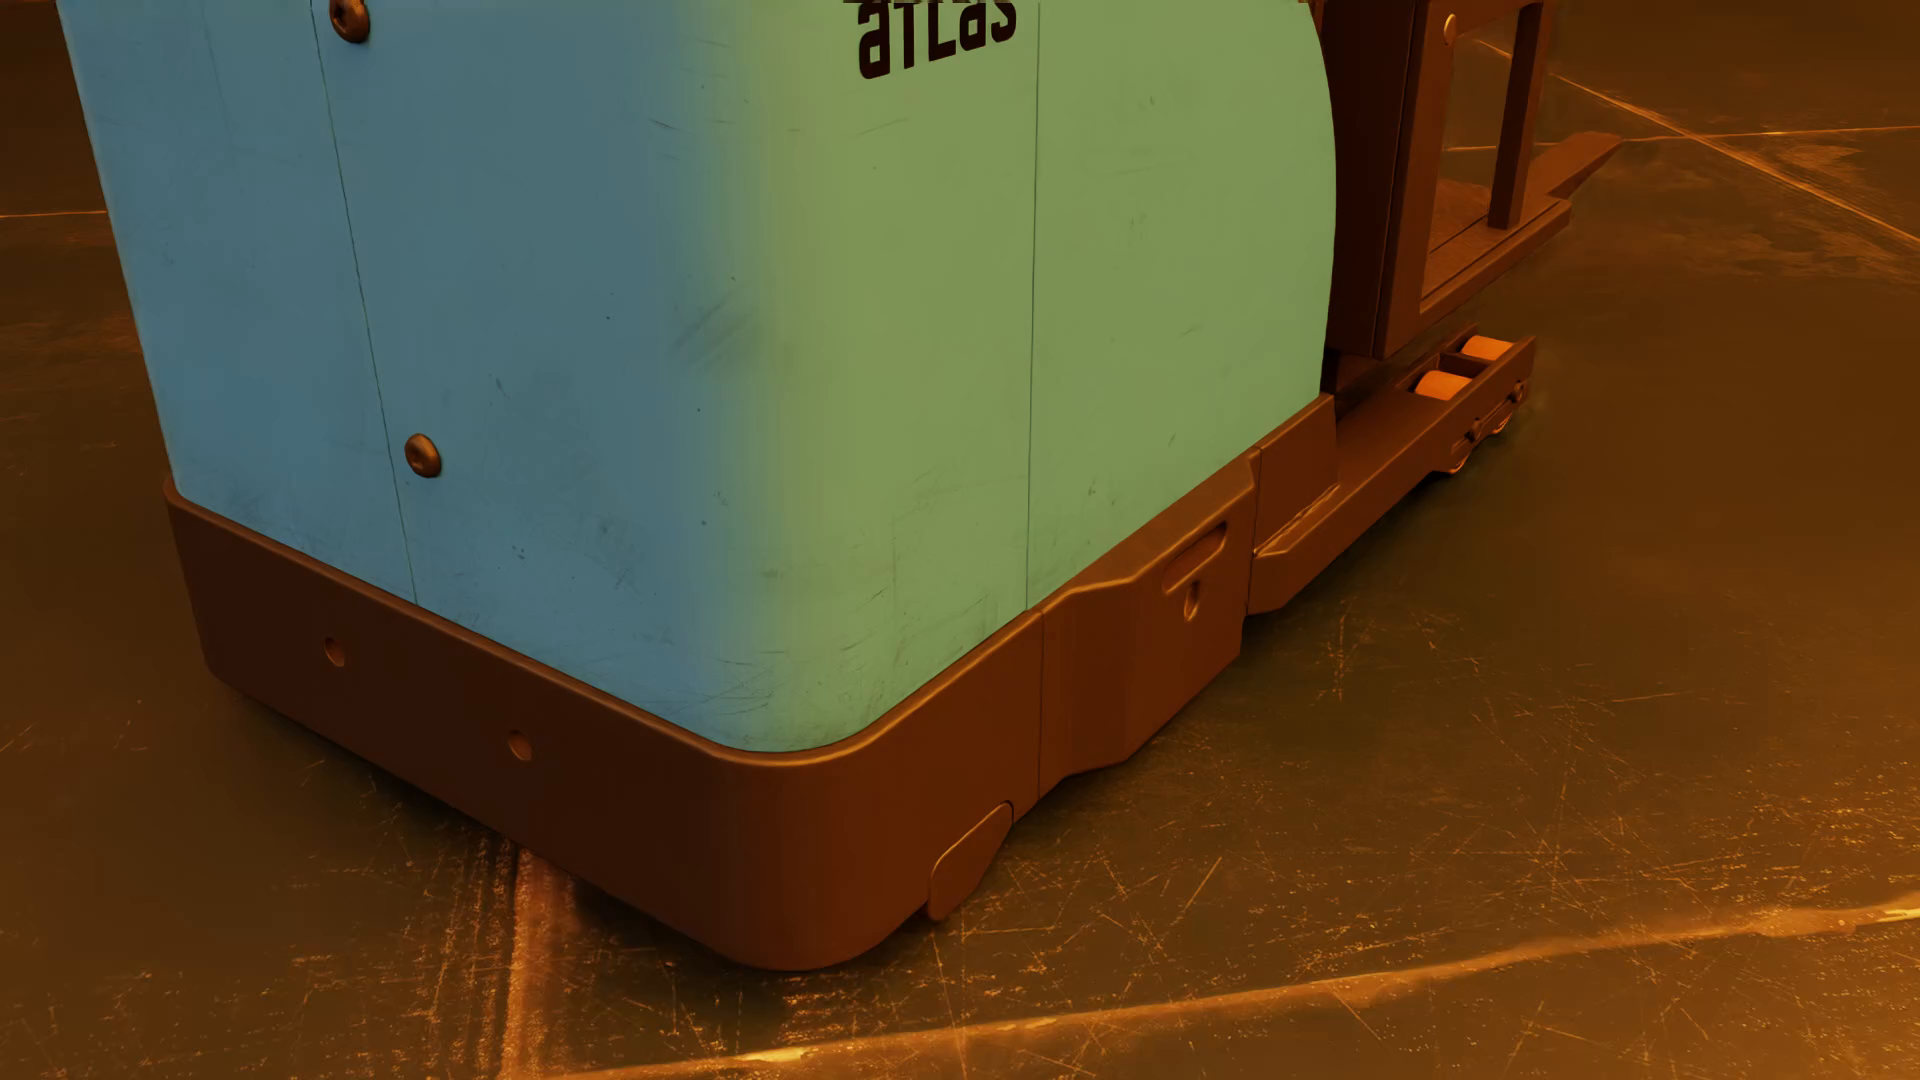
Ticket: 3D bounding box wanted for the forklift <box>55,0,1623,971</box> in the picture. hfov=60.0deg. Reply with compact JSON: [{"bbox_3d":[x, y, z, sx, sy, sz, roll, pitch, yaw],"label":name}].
[{"bbox_3d":[0.325,-1.521,2.240,1.130,2.935,3.031,19,33,31],"label":"forklift"}]
